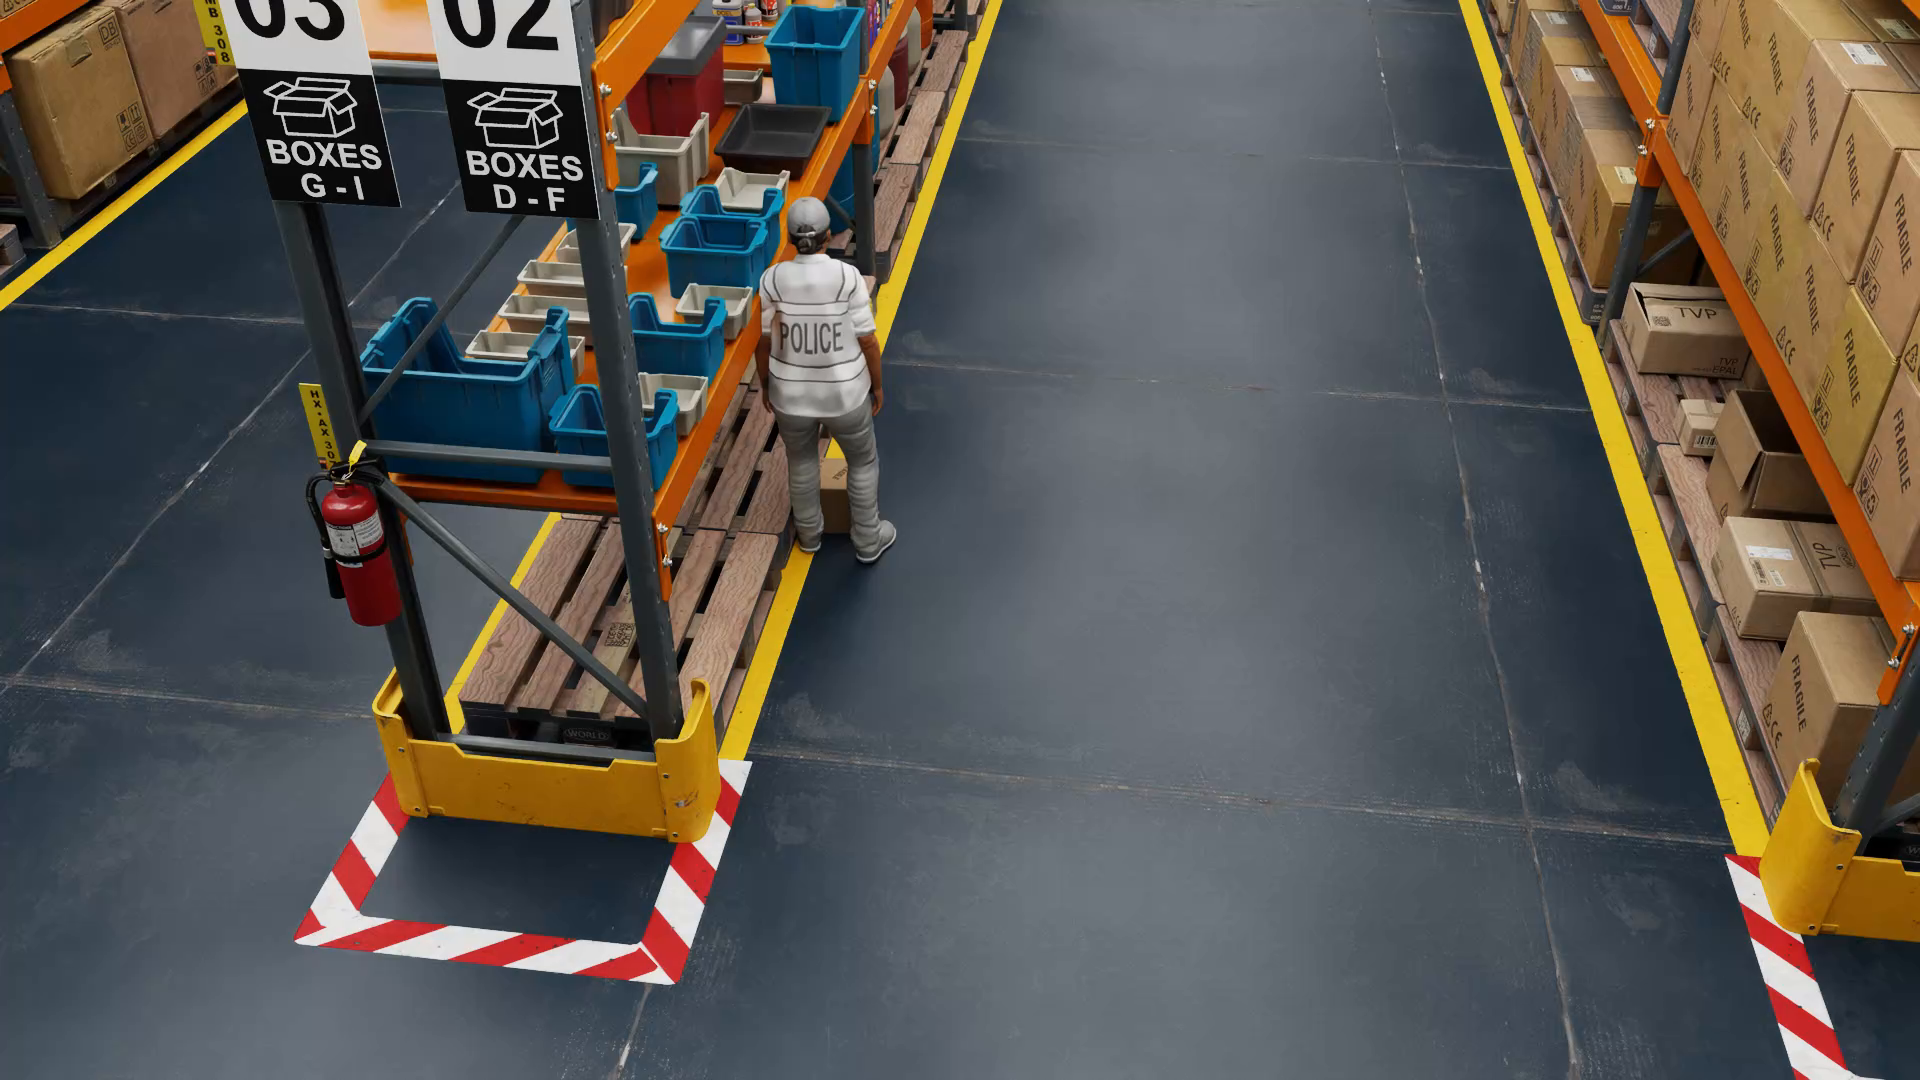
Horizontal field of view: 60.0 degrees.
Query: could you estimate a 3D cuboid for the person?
[{"bbox_3d":[-0.571,-0.641,7.015,0.553,1.665,0.468,2,36,3],"label":"person"}]
